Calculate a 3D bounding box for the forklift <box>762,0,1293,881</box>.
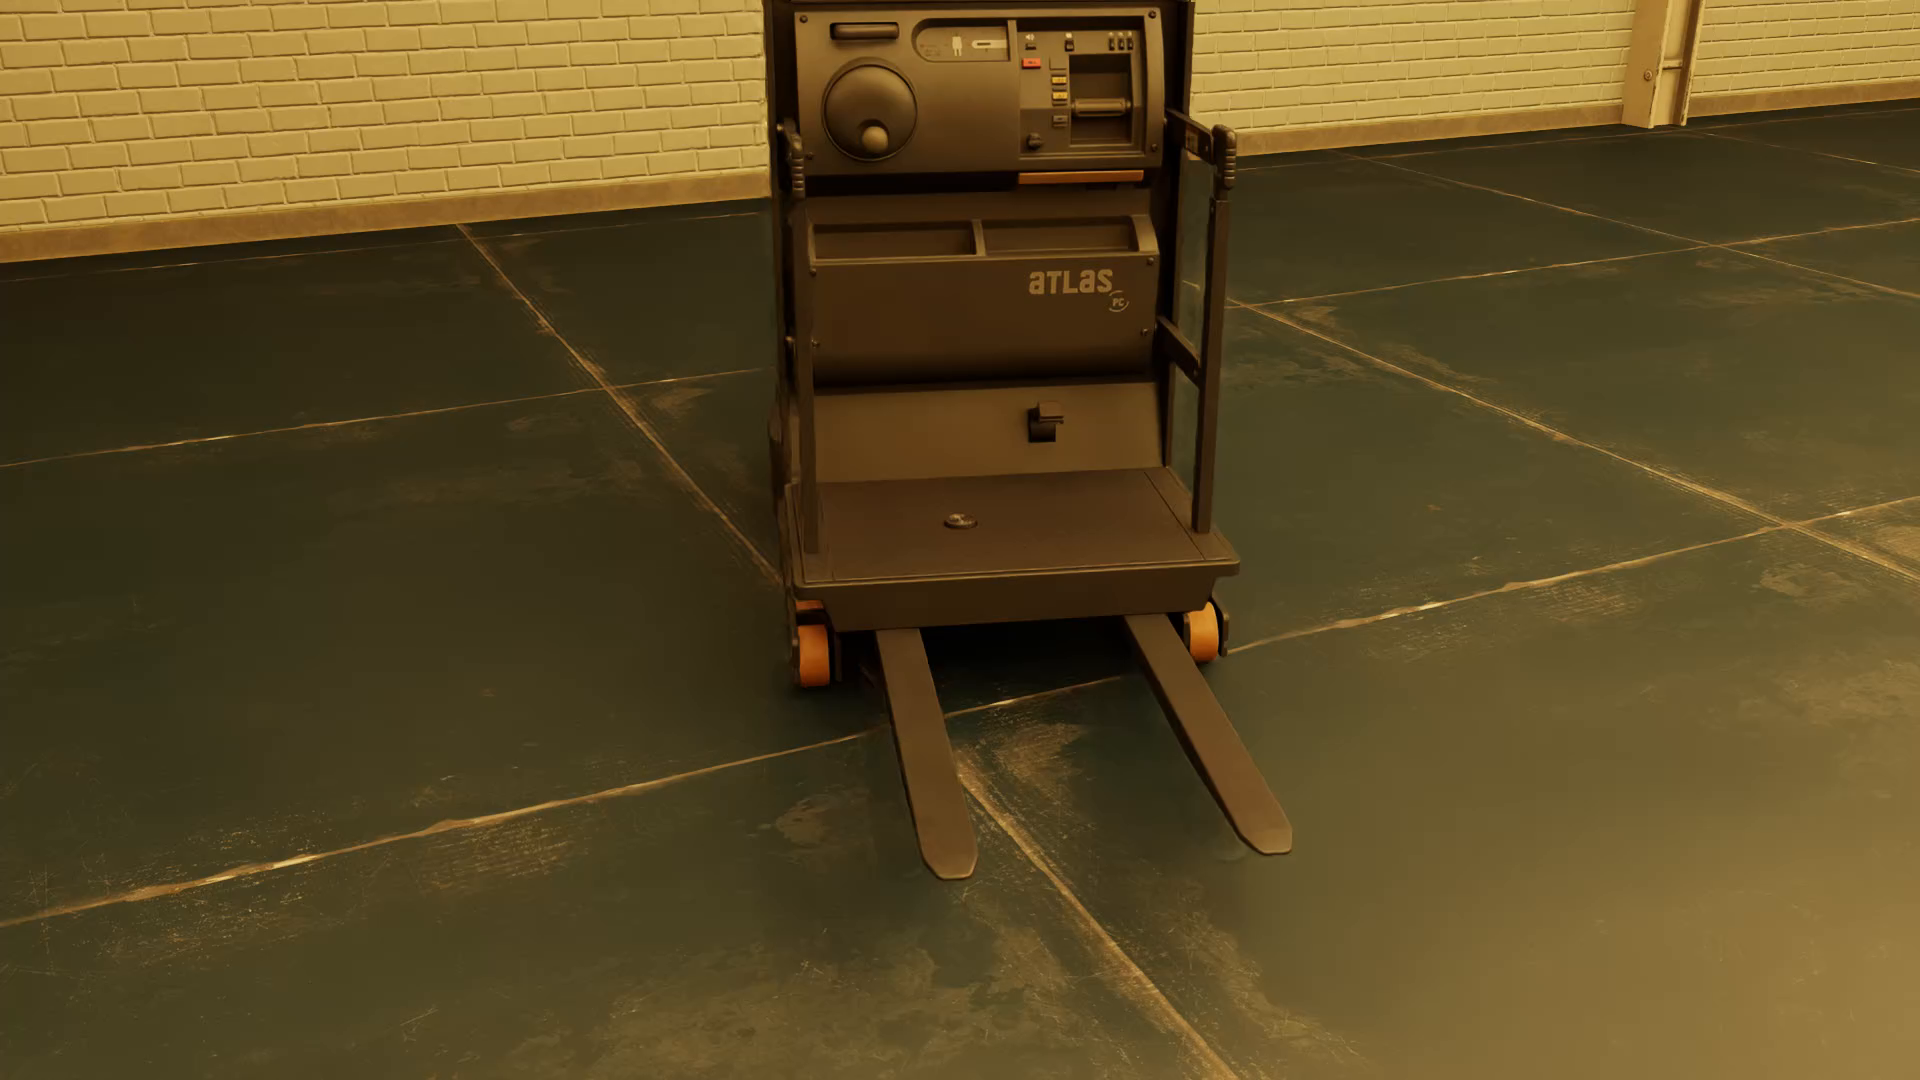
[{"bbox_3d":[0.085,-1.122,3.986,1.130,2.935,3.031,-3,23,-7],"label":"forklift"}]
